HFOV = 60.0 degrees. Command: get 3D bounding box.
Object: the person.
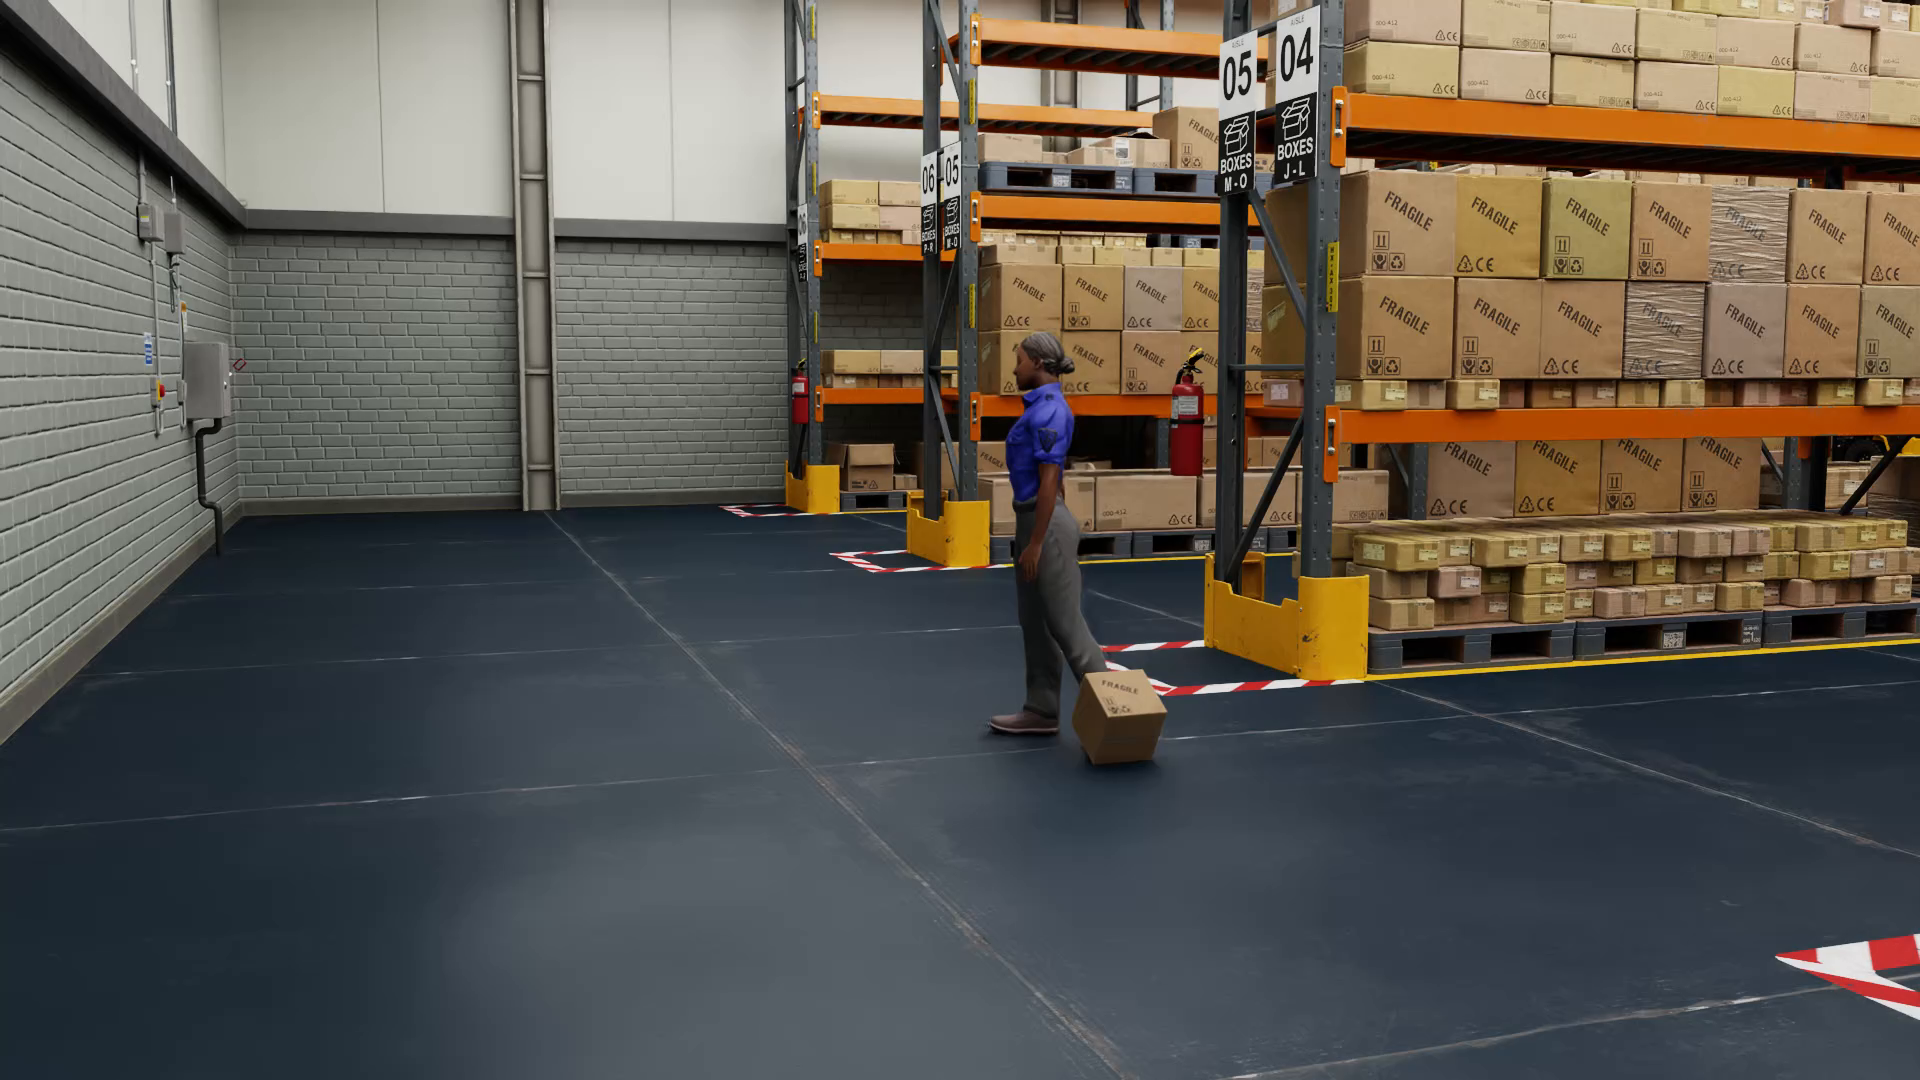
[{"bbox_3d":[0.391,-0.010,6.667,0.522,1.648,0.662,0,6,-1],"label":"person"}]
